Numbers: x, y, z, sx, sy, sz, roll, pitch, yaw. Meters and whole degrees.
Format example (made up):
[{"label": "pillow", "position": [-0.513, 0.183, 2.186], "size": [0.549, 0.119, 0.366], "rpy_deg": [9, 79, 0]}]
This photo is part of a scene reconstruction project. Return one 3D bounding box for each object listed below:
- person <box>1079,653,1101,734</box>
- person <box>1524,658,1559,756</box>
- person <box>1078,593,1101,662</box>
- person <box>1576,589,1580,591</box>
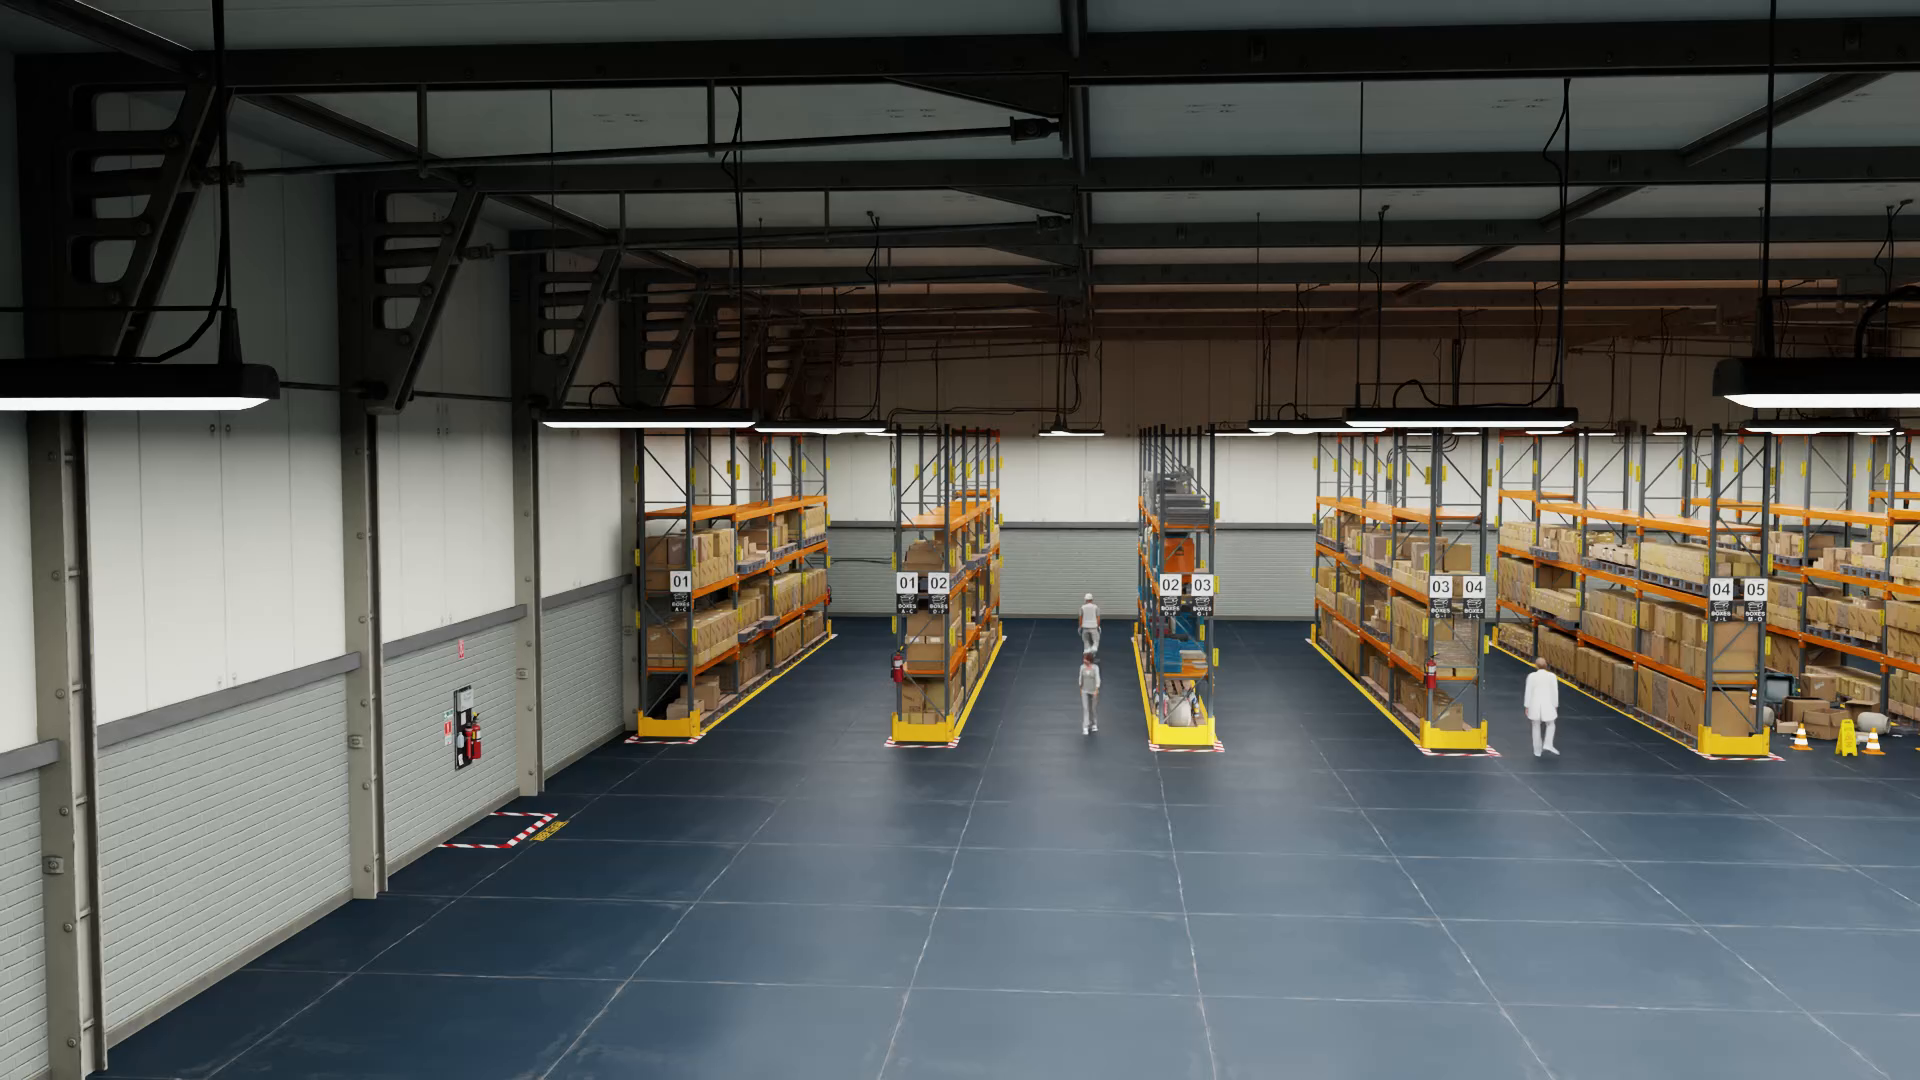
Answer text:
[{"label": "person", "position": [2.499, 2.964, 32.165], "size": [0.438, 1.560, 0.905], "rpy_deg": [1, 4, 12]}, {"label": "person", "position": [10.482, 3.012, 29.973], "size": [0.612, 1.777, 0.570], "rpy_deg": [1, 4, 18]}, {"label": "person", "position": [3.307, 2.258, 42.394], "size": [0.577, 1.786, 0.534], "rpy_deg": [0, 3, 5]}, {"label": "person", "position": [17.138, 2.054, 46.137], "size": [0.588, 1.725, 0.482], "rpy_deg": [-2, 4, -28]}]
